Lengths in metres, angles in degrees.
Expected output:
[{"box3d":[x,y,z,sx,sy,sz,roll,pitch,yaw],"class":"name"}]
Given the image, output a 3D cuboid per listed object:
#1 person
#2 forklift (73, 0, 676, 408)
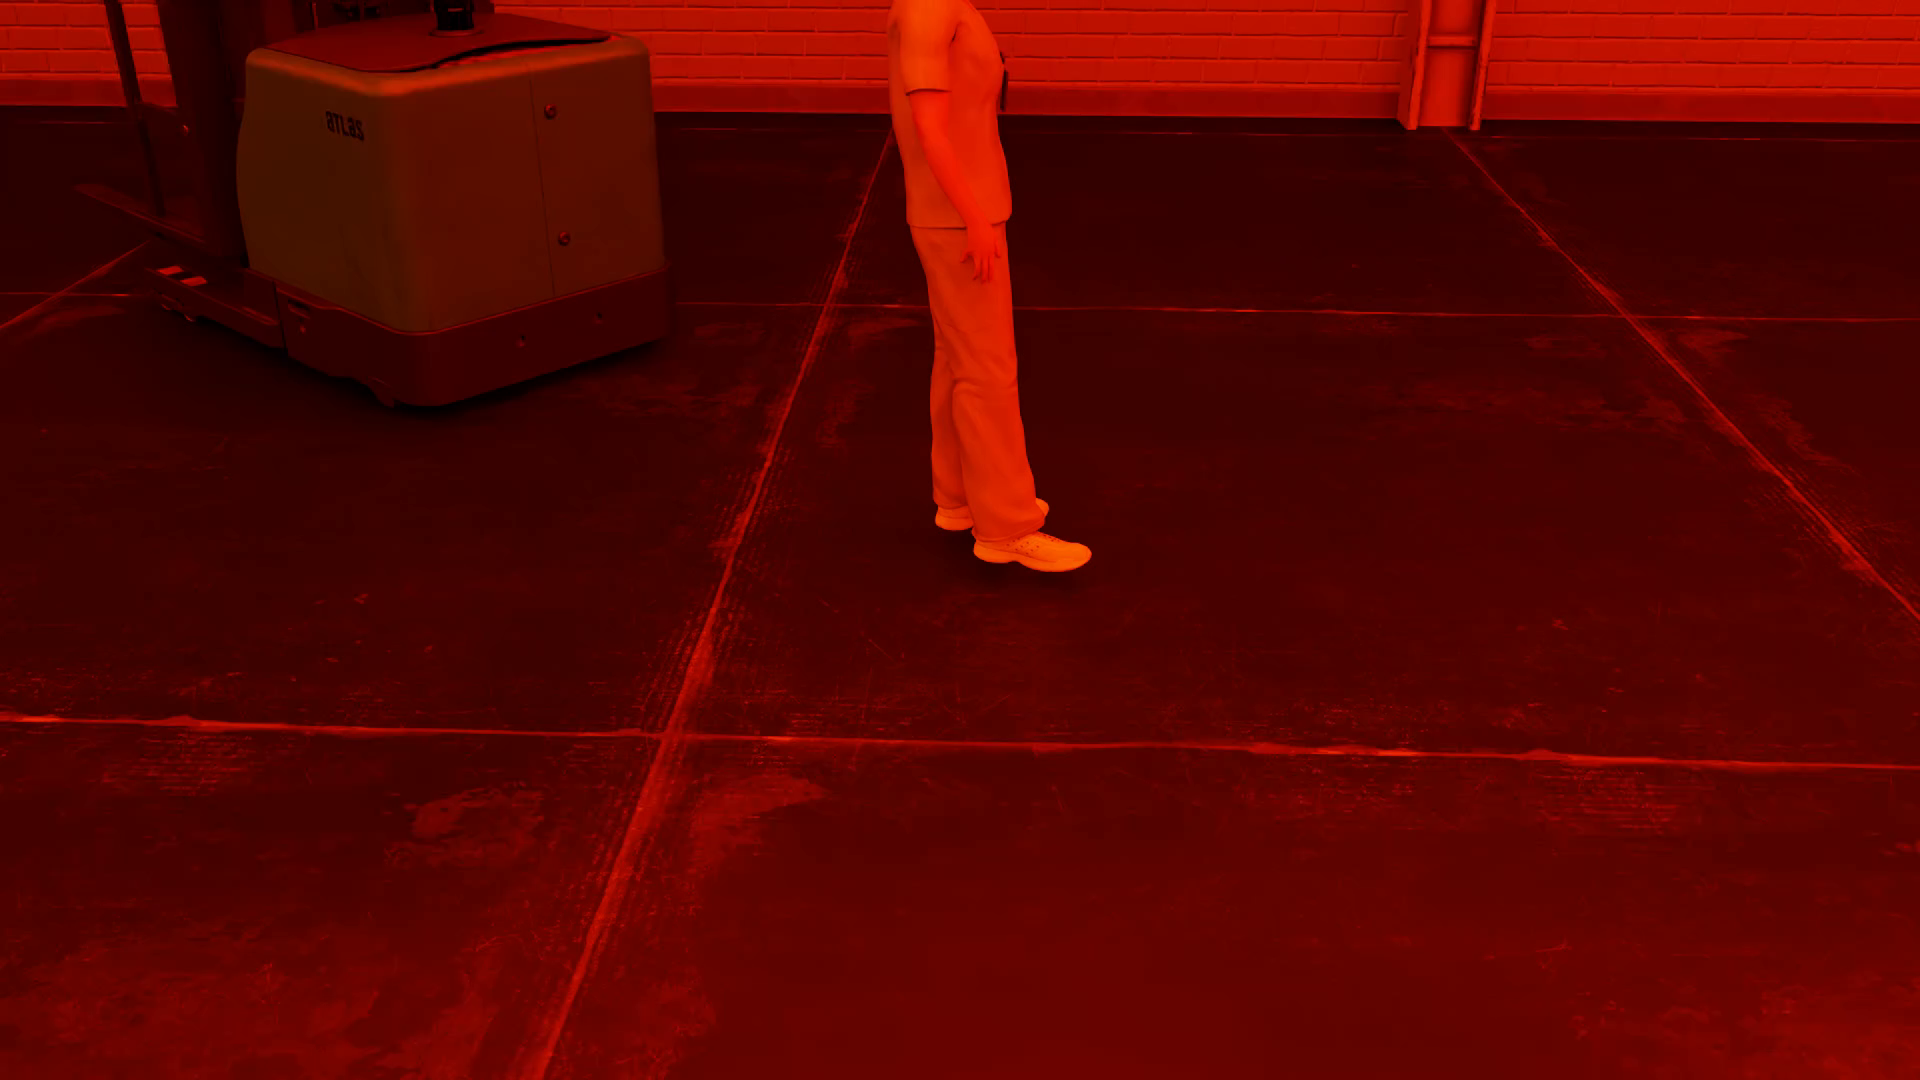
[{"box3d":[0.073,-0.787,4.115,0.548,1.674,0.548,1,26,2],"class":"person"},{"box3d":[-2.426,-2.271,5.812,3.031,2.935,1.130,22,34,37],"class":"forklift"}]
